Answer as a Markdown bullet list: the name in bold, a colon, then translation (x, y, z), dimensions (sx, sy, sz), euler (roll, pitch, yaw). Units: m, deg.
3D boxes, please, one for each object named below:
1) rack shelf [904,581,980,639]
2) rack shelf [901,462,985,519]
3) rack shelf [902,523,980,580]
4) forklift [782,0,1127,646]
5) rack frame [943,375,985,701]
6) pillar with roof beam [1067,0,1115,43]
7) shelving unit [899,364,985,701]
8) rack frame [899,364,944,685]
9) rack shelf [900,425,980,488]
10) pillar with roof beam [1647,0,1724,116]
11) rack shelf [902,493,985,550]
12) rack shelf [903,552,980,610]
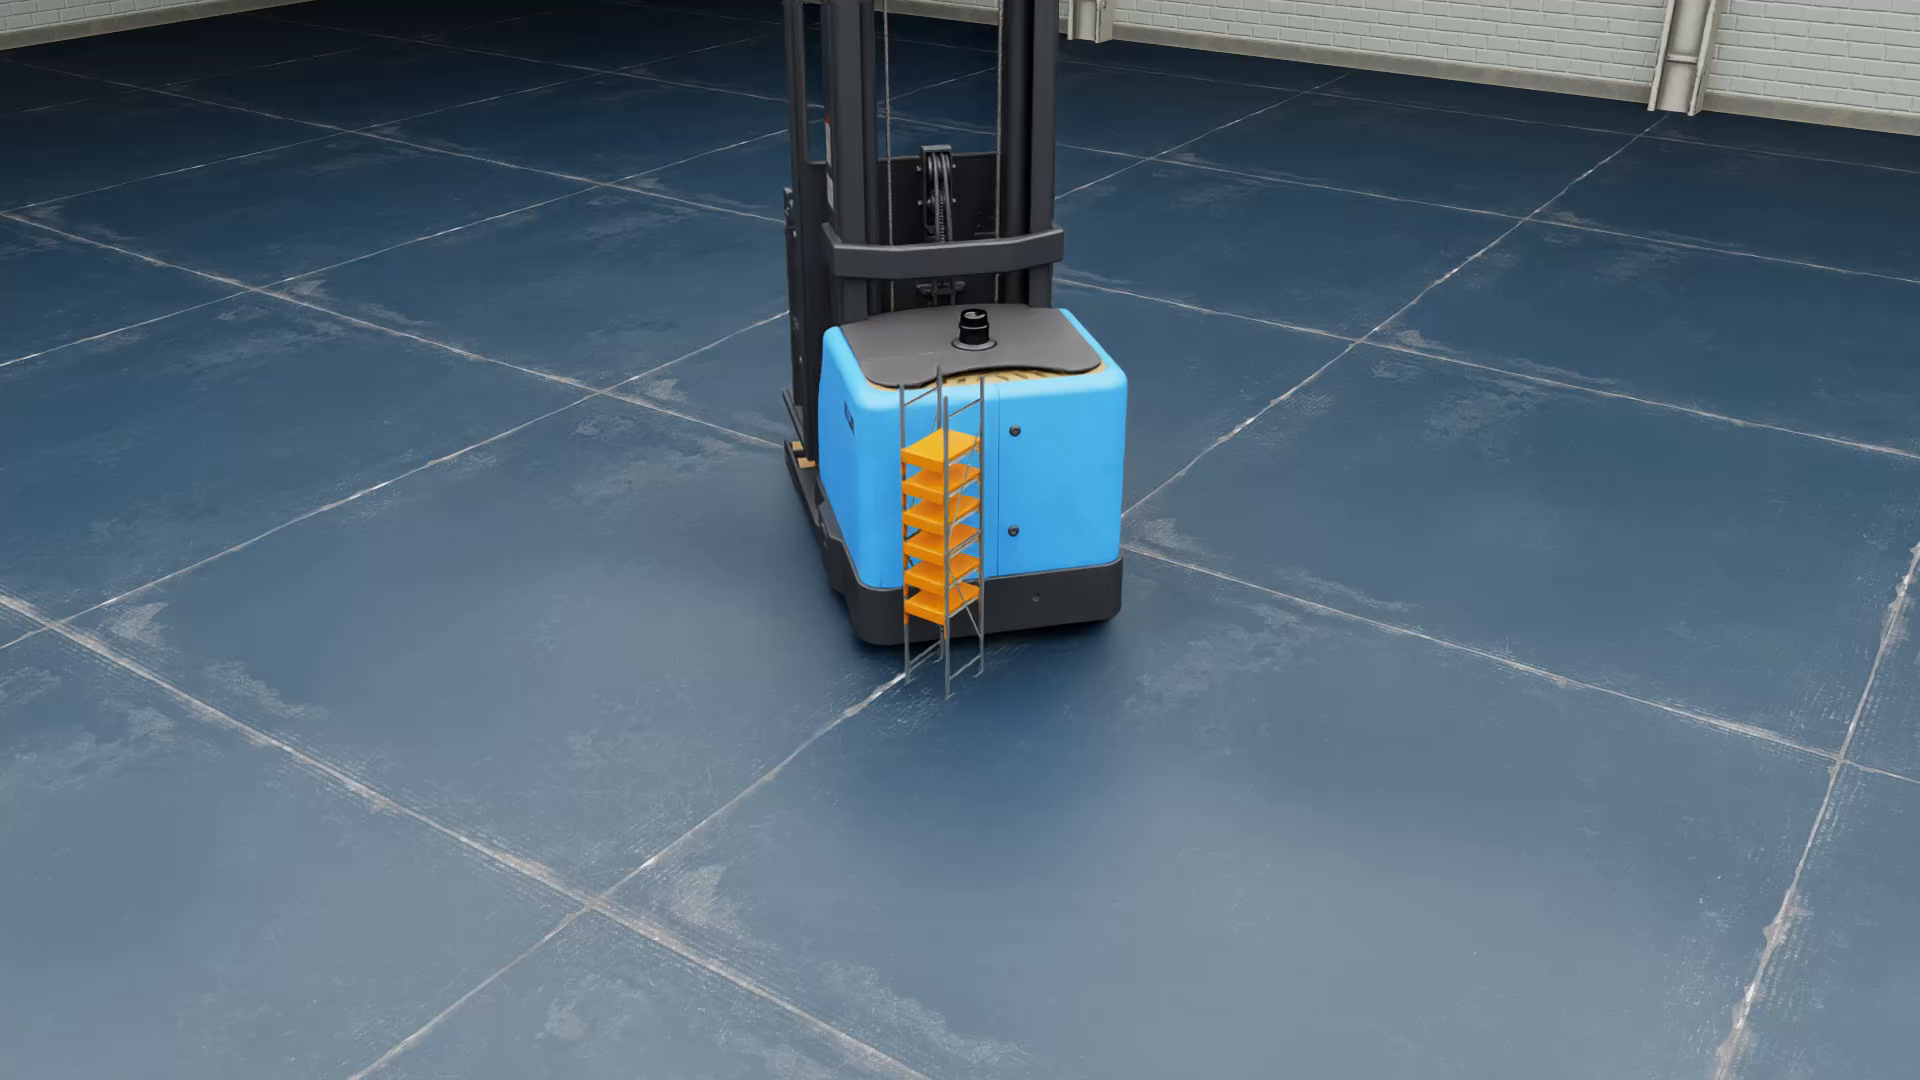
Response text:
- **rack shelf**: translation (-0.058, 0.239, 6.081), dimensions (0.180, 0.103, 0.258), euler (18, 32, 31)
- **rack shelf**: translation (-0.059, -0.187, 5.860), dimensions (0.180, 0.103, 0.258), euler (18, 32, 31)
- **rack shelf**: translation (-0.058, 0.026, 5.971), dimensions (0.180, 0.103, 0.258), euler (18, 32, 31)
- **forklift**: translation (-0.206, -1.554, 7.072), dimensions (1.130, 2.935, 3.031), euler (-6, 28, -12)
- **rack frame**: translation (0.017, 0.011, 5.903), dimensions (0.006, 1.200, 0.240), euler (18, 32, 31)
- **pillar with roof beam**: translation (-1.043, -7.759, 12.575), dimensions (0.400, 9.000, 9.100), euler (17, 32, 30)
- **shelving unit**: translation (-0.058, -0.013, 5.950), dimensions (0.189, 1.200, 0.258), euler (18, 32, 31)
- **rack frame**: translation (-0.133, -0.037, 5.997), dimensions (0.006, 1.200, 0.240), euler (18, 32, 31)
- **rack shelf**: translation (-0.059, -0.293, 5.805), dimensions (0.180, 0.103, 0.258), euler (18, 32, 31)
- **pillar with roof beam**: translation (3.902, -6.218, 9.547), dimensions (0.400, 9.000, 9.100), euler (17, 32, 30)
- **rack shelf**: translation (-0.059, -0.080, 5.915), dimensions (0.180, 0.103, 0.258), euler (18, 32, 31)
- **rack shelf**: translation (-0.058, 0.133, 6.026), dimensions (0.180, 0.103, 0.258), euler (18, 32, 31)
